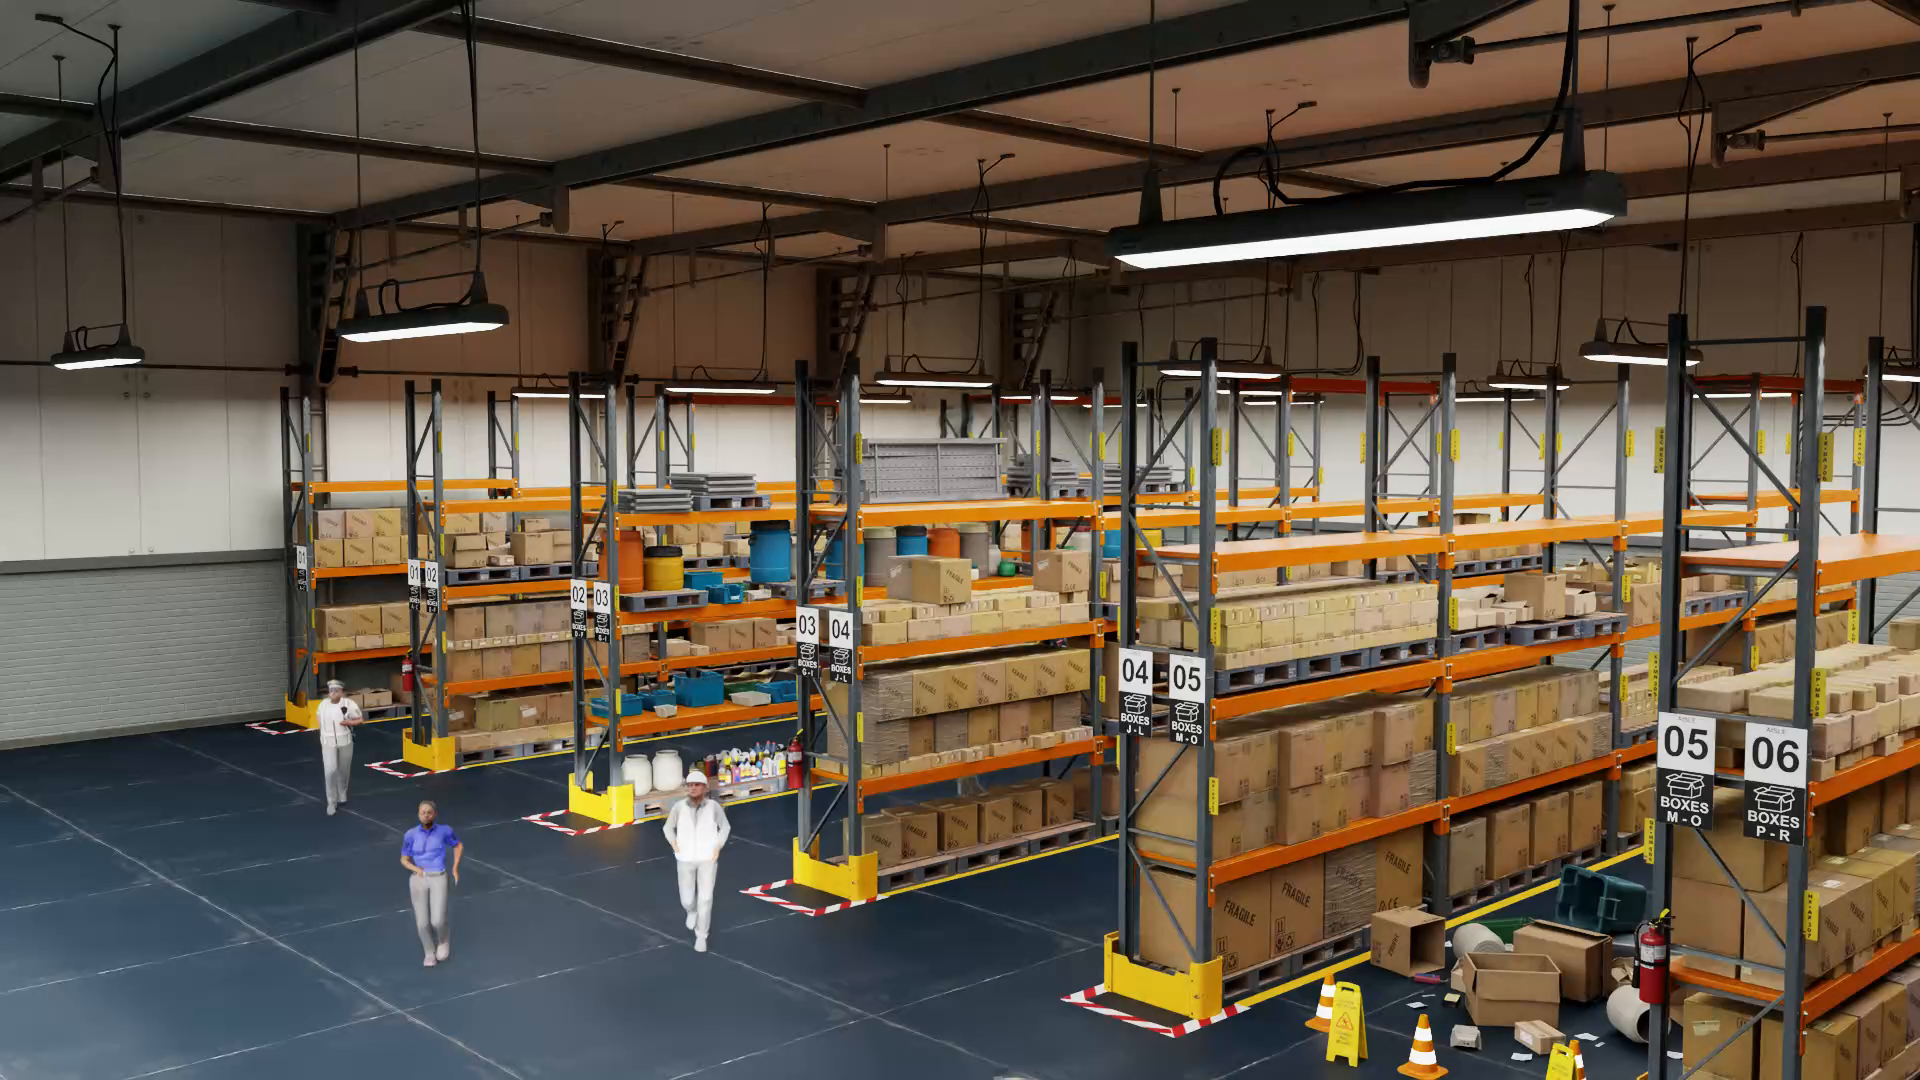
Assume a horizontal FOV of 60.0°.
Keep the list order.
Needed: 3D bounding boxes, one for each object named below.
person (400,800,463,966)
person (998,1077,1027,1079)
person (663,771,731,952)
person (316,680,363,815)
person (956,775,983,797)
[{"bbox_3d":[-5.115,3.323,16.023,0.528,1.617,0.597,-1,4,-11],"label":"person"},{"bbox_3d":[0.292,3.739,9.046,0.565,1.751,0.824,0,4,-1],"label":"person"},{"bbox_3d":[-2.676,3.226,16.889,0.676,1.765,0.704,0,4,-2],"label":"person"},{"bbox_3d":[-8.545,2.830,22.917,0.630,1.846,0.814,-1,4,-17],"label":"person"},{"bbox_3d":[0.097,2.847,22.403,0.823,1.842,0.690,-4,5,-45],"label":"person"}]
